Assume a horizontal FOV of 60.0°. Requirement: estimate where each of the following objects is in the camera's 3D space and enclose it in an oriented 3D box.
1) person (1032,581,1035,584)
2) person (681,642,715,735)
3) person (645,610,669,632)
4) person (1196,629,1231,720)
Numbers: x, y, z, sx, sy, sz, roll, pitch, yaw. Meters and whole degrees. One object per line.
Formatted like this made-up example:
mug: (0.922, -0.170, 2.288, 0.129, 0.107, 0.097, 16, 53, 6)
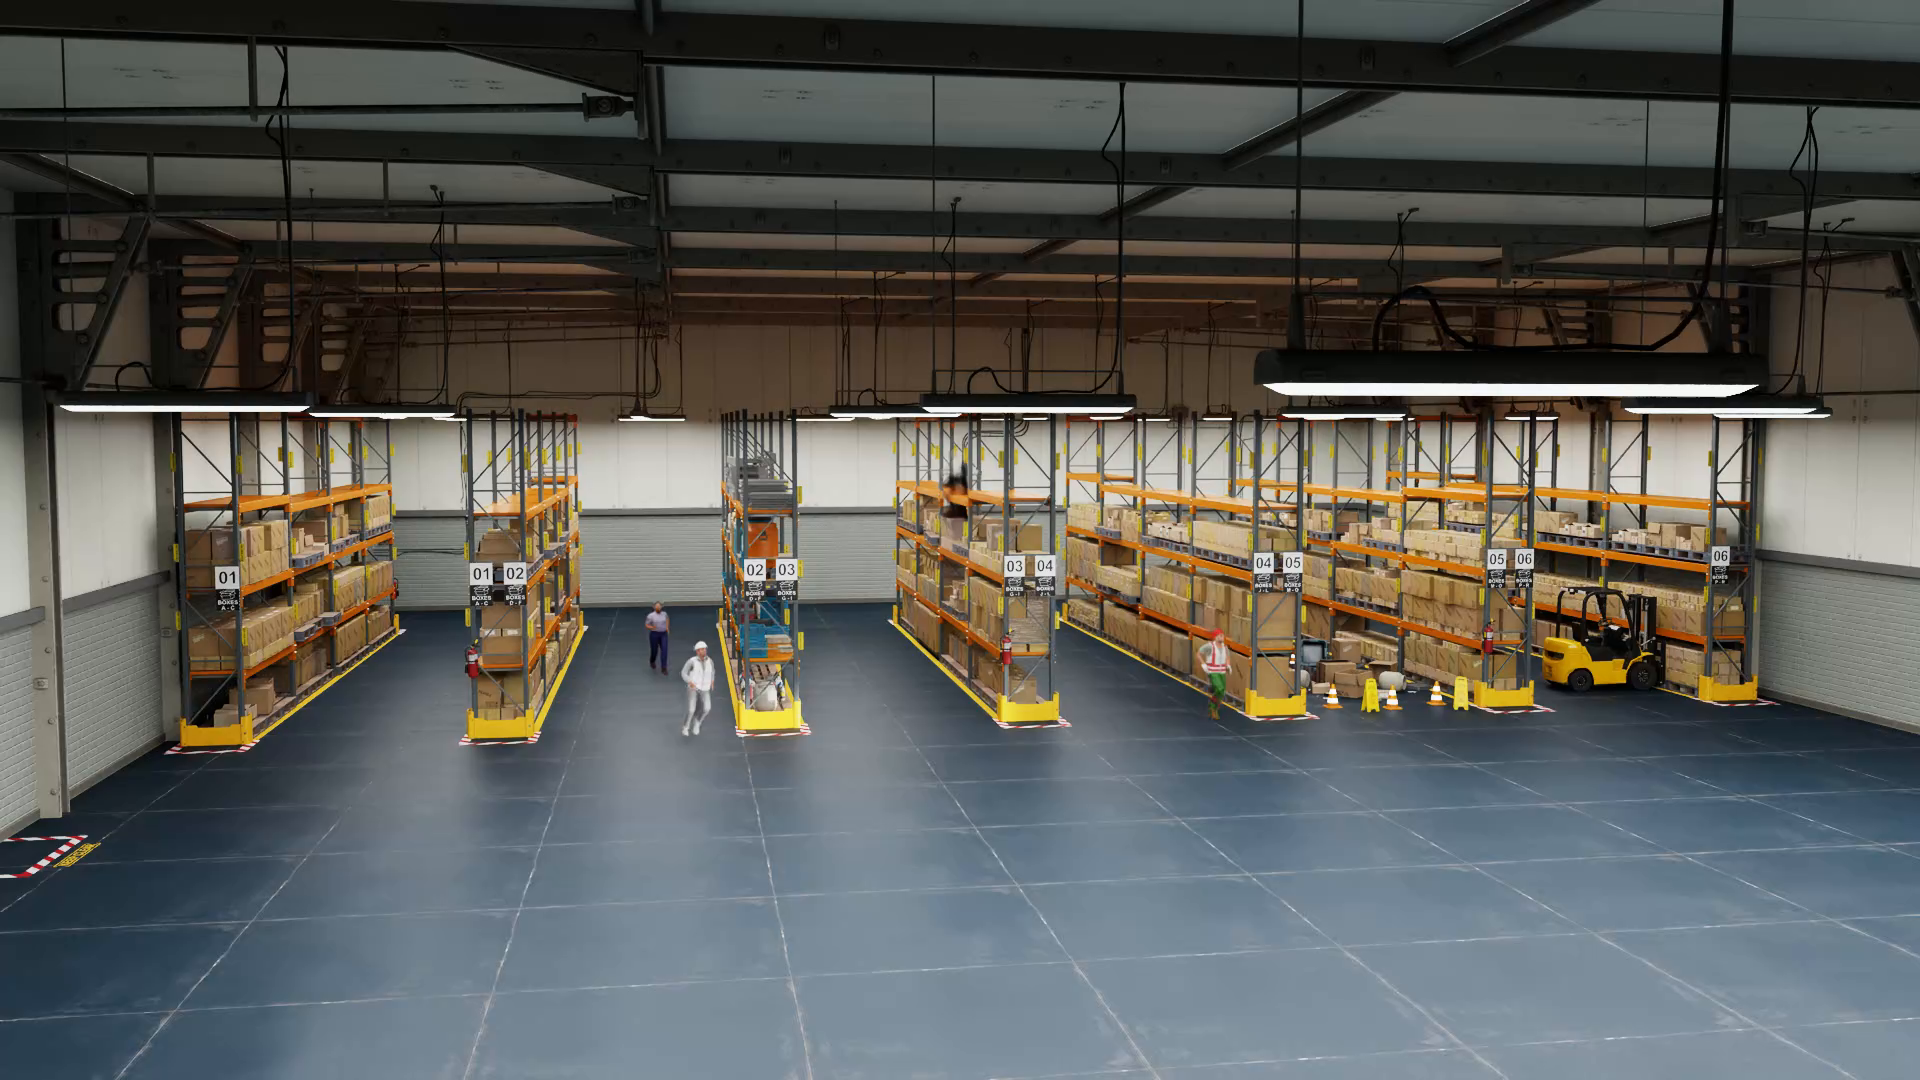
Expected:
person: (1.958, 1.552, 47.442, 0.700, 1.834, 0.766, 0, 4, 0)
person: (-4.769, 2.725, 30.553, 0.713, 1.714, 0.598, -2, 5, -30)
person: (-6.922, 1.861, 38.094, 0.578, 0.509, 0.425, -2, 4, -24)
person: (4.960, 2.591, 32.222, 0.674, 1.762, 0.528, -2, 5, -28)
